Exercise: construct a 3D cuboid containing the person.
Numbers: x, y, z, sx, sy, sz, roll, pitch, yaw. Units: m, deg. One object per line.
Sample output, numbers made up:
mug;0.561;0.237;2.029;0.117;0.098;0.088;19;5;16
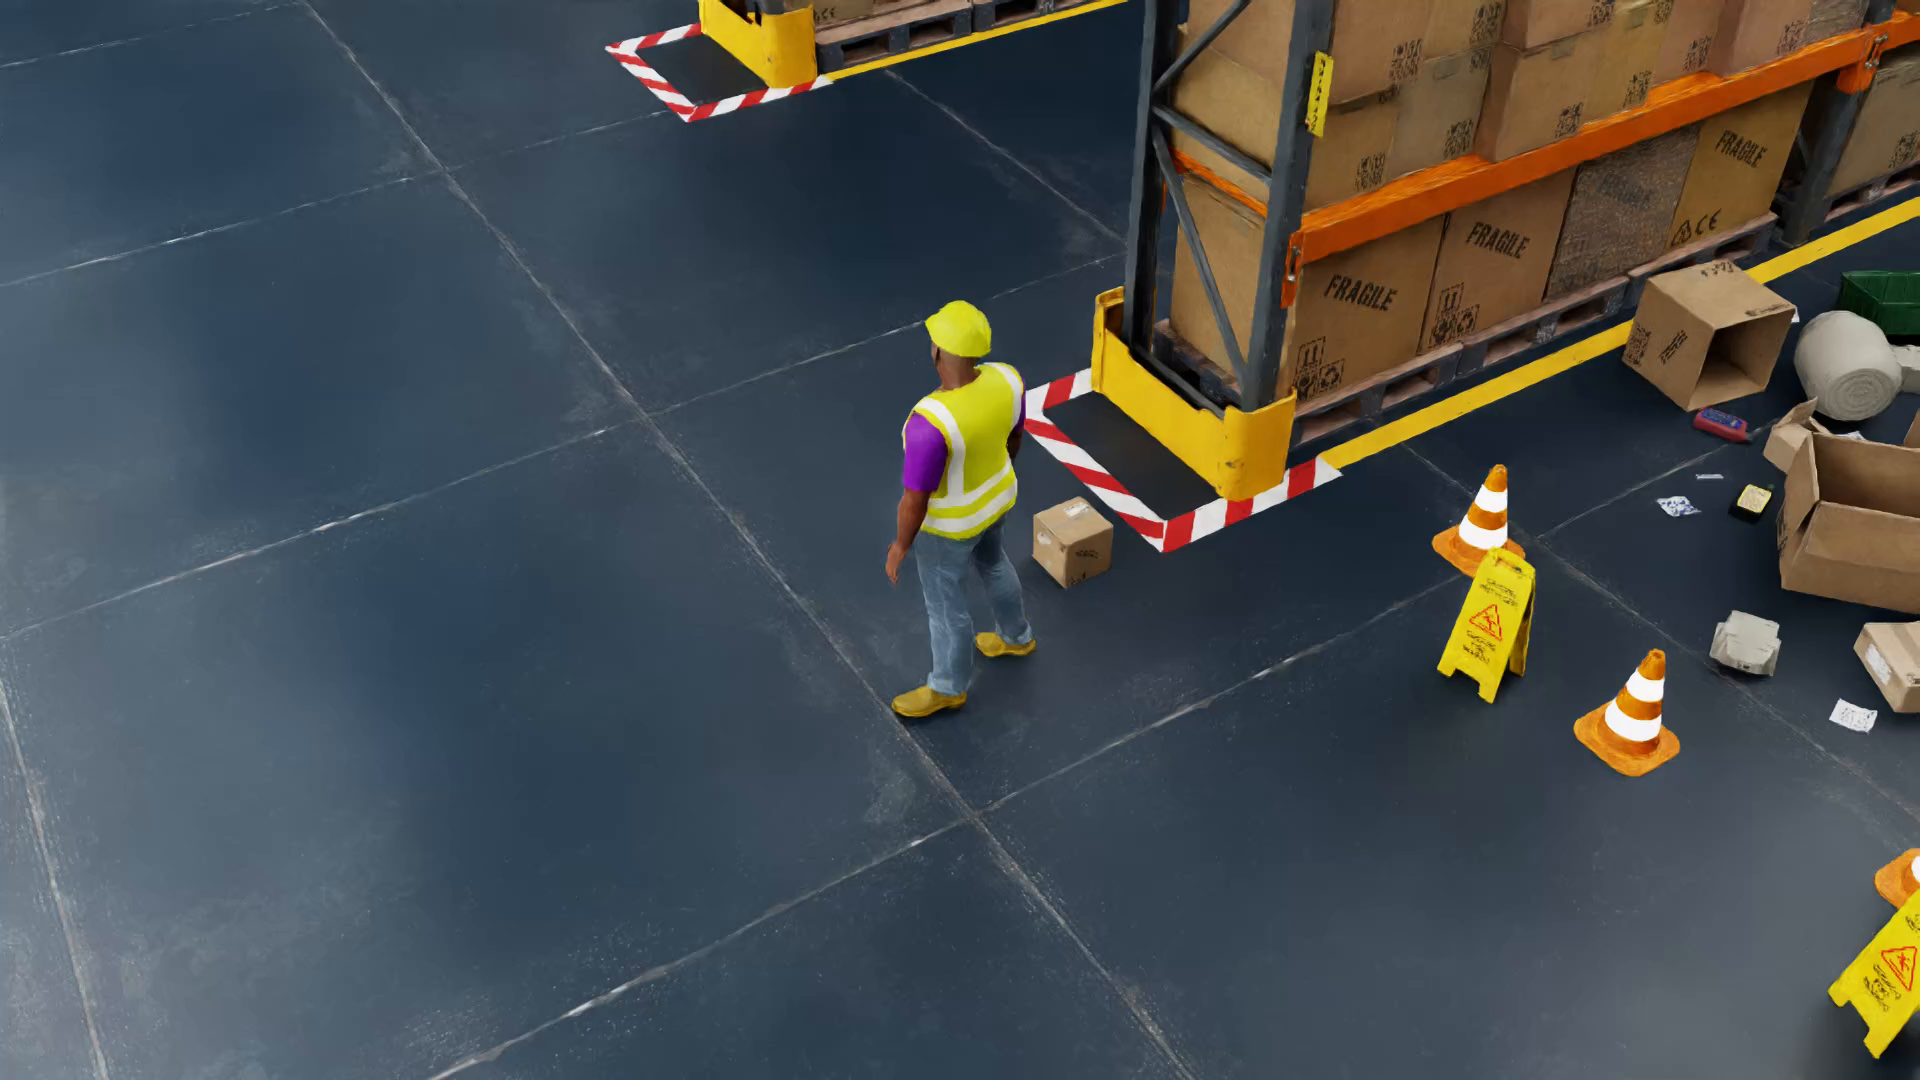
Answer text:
person;-0.006;-0.094;6.231;0.353;1.798;0.675;30;49;30
